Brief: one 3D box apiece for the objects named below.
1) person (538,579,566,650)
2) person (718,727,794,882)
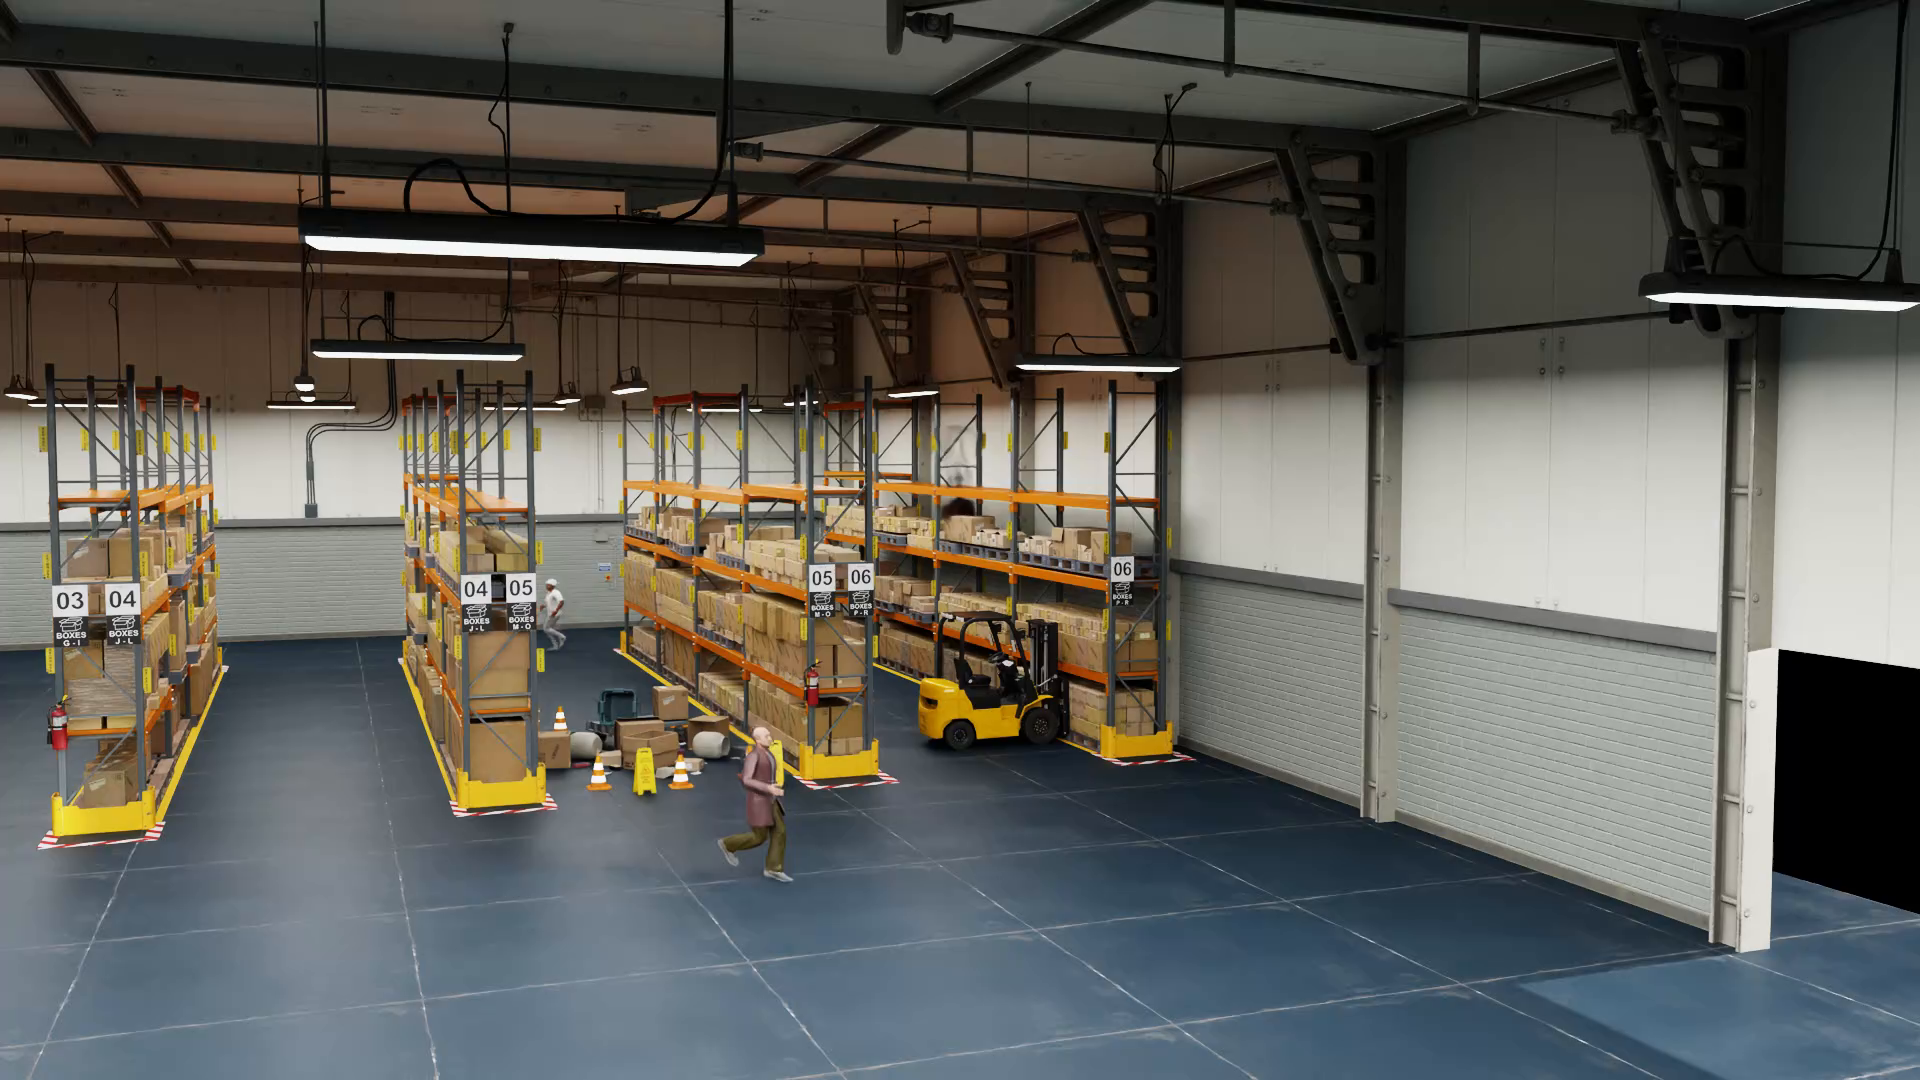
[{"bbox_3d":[-9.836,1.798,40.091,0.612,1.732,0.683,-1,4,-23],"label":"person"},{"bbox_3d":[-2.331,3.030,19.103,0.917,1.790,0.720,1,4,19],"label":"person"}]
